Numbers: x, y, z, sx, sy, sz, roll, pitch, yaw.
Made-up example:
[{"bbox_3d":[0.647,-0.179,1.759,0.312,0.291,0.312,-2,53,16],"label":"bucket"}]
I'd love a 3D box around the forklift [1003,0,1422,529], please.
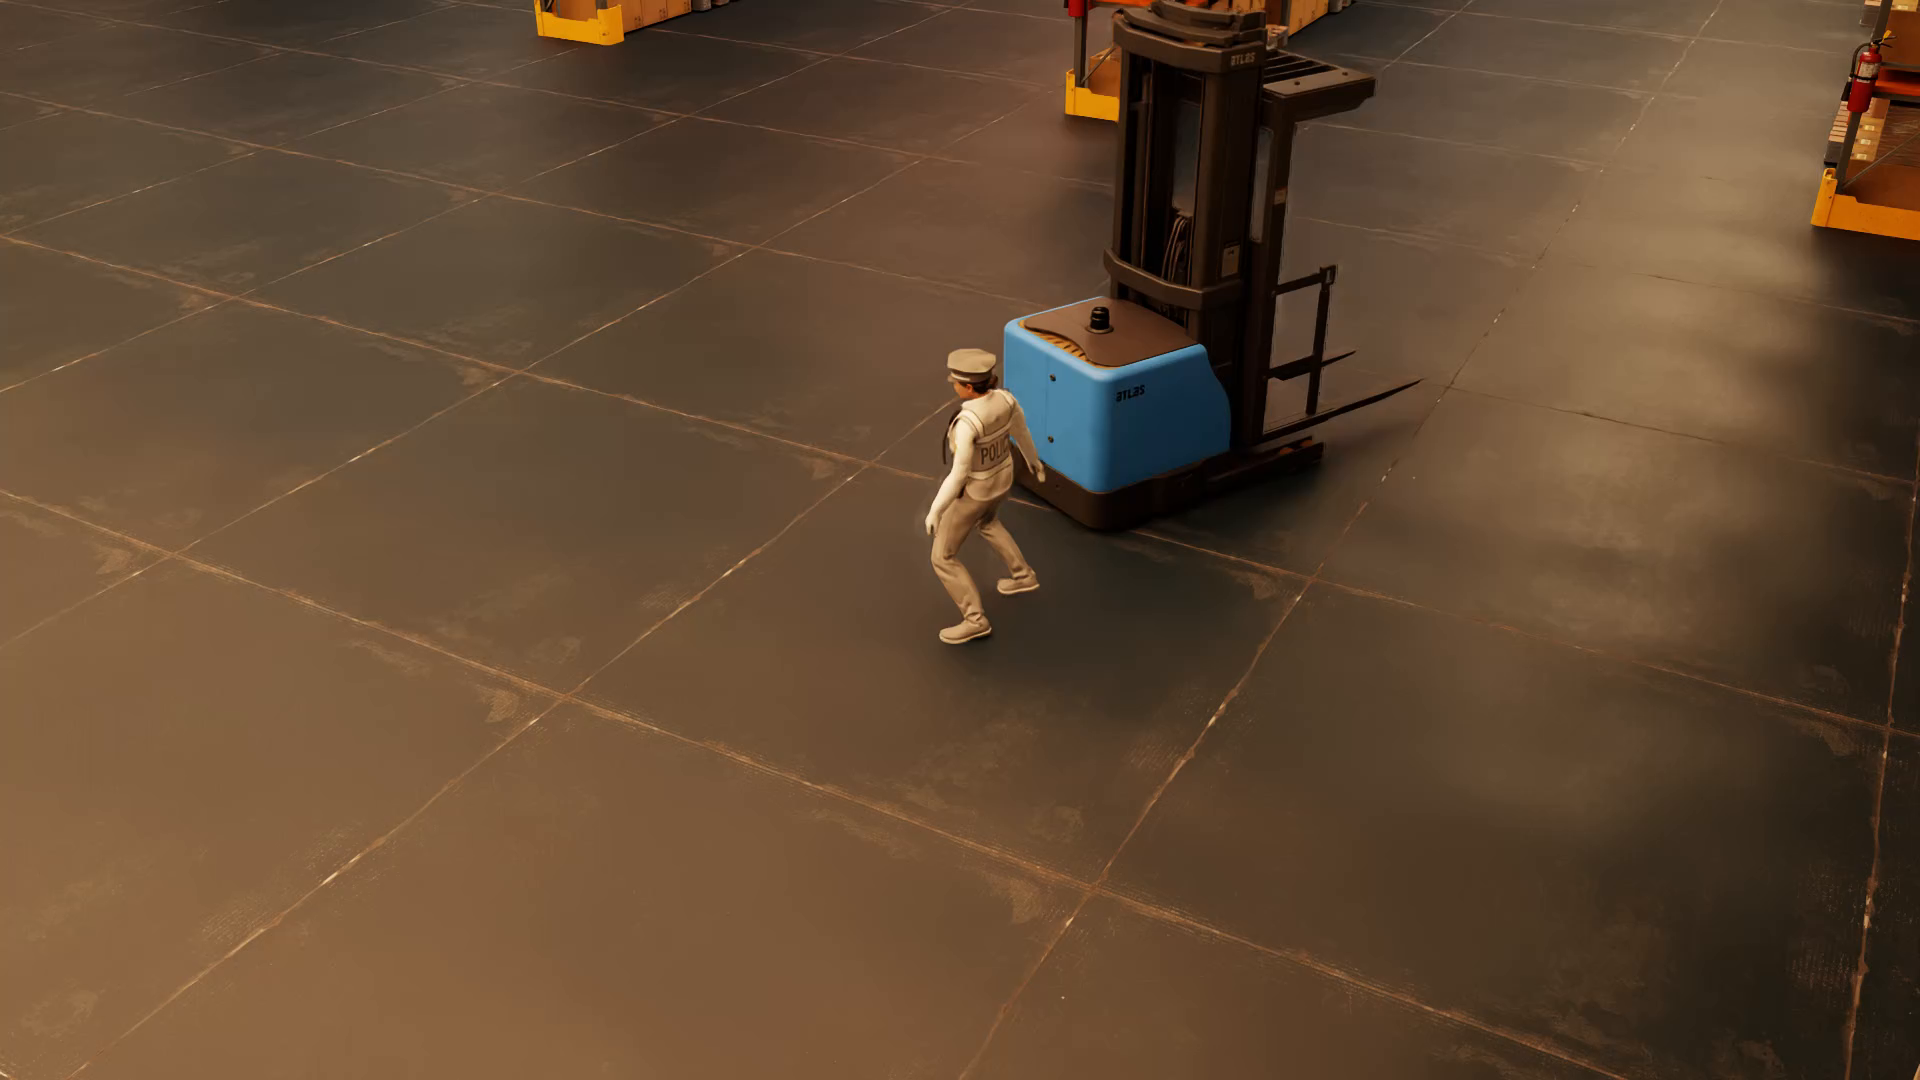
[{"bbox_3d":[1.757,-1.899,10.360,3.031,2.935,1.130,-19,35,-29],"label":"forklift"}]

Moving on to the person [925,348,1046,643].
[{"bbox_3d":[0.145,-0.290,8.941,0.460,1.588,0.817,23,37,34],"label":"person"}]
